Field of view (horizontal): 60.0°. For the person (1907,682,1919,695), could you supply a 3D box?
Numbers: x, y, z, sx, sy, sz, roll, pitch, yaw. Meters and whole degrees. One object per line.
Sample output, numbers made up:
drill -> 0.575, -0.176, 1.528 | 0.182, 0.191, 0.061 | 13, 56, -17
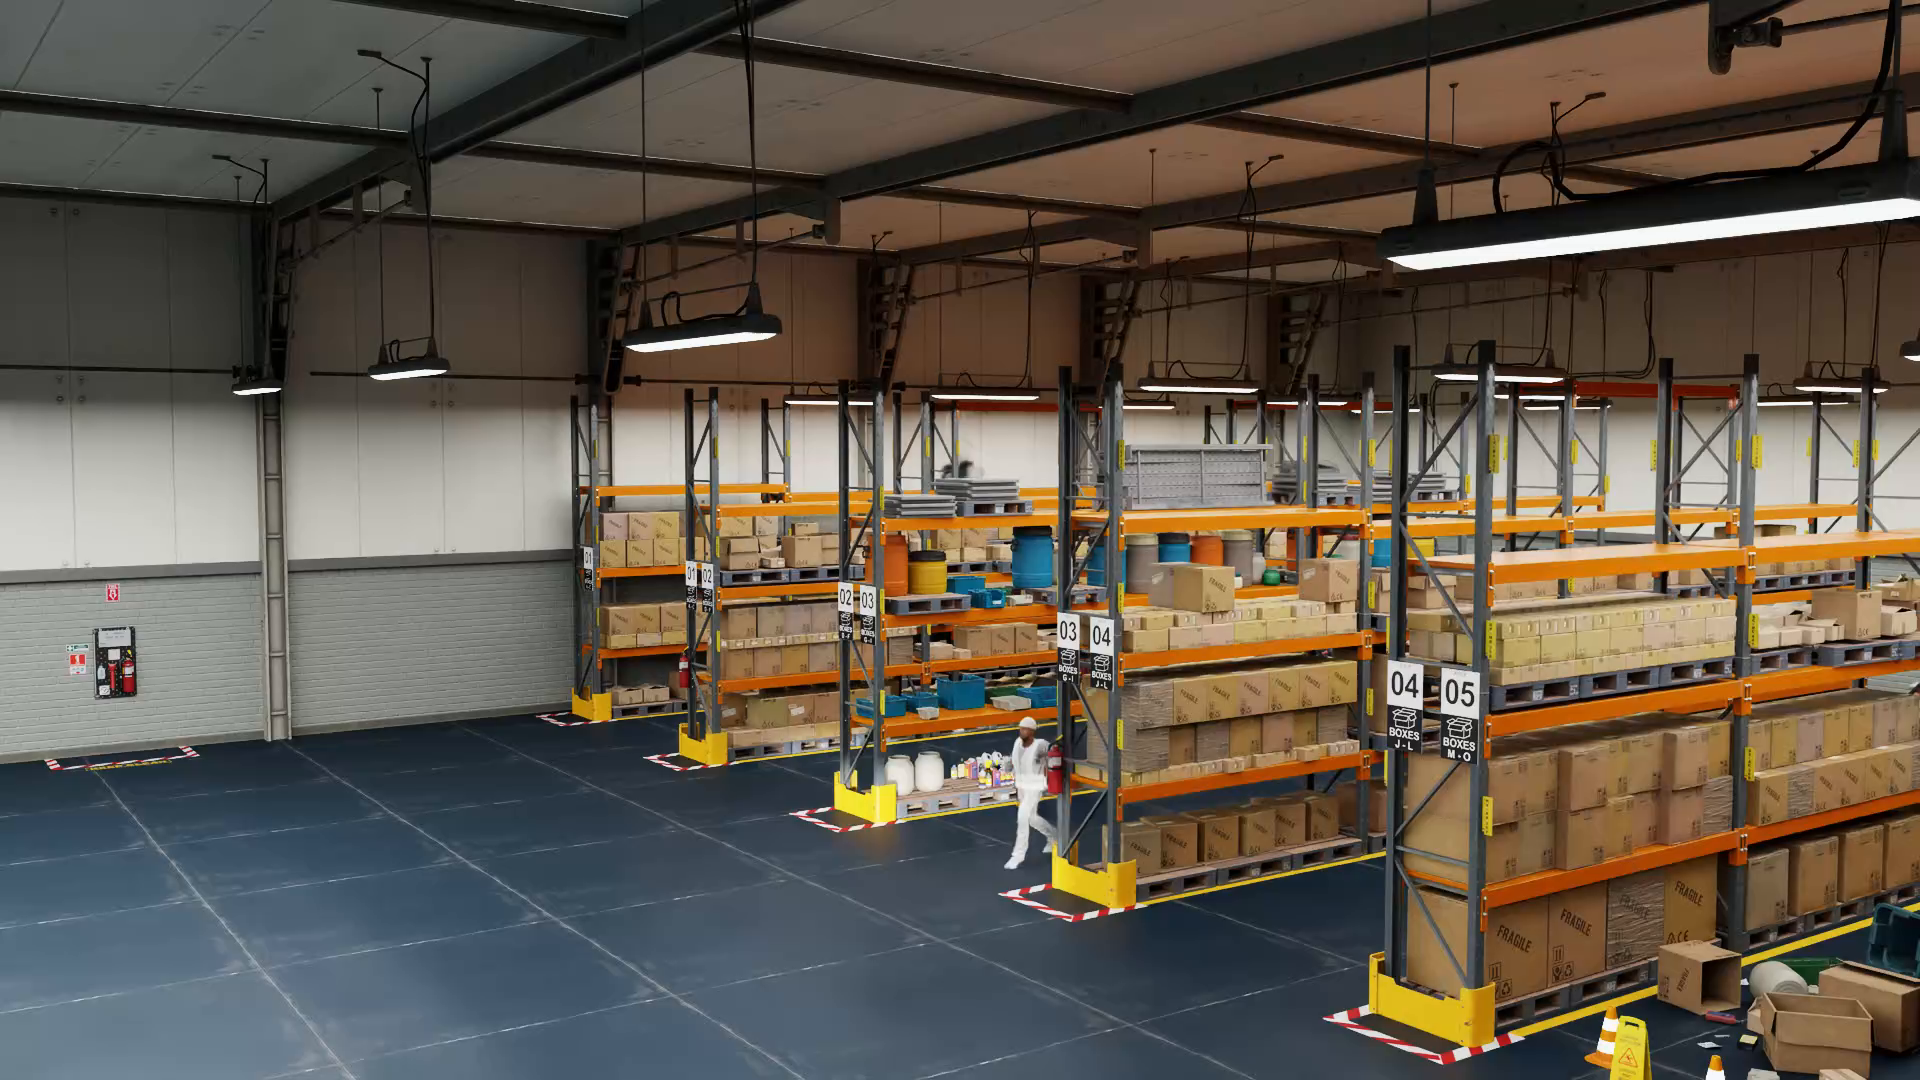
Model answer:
person -> 13.178, 2.864, 22.966 | 0.843, 1.821, 0.636 | -3, 4, -36

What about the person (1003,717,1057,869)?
person -> 0.871, 3.052, 20.352 | 0.957, 1.798, 0.705 | -2, 4, -36
